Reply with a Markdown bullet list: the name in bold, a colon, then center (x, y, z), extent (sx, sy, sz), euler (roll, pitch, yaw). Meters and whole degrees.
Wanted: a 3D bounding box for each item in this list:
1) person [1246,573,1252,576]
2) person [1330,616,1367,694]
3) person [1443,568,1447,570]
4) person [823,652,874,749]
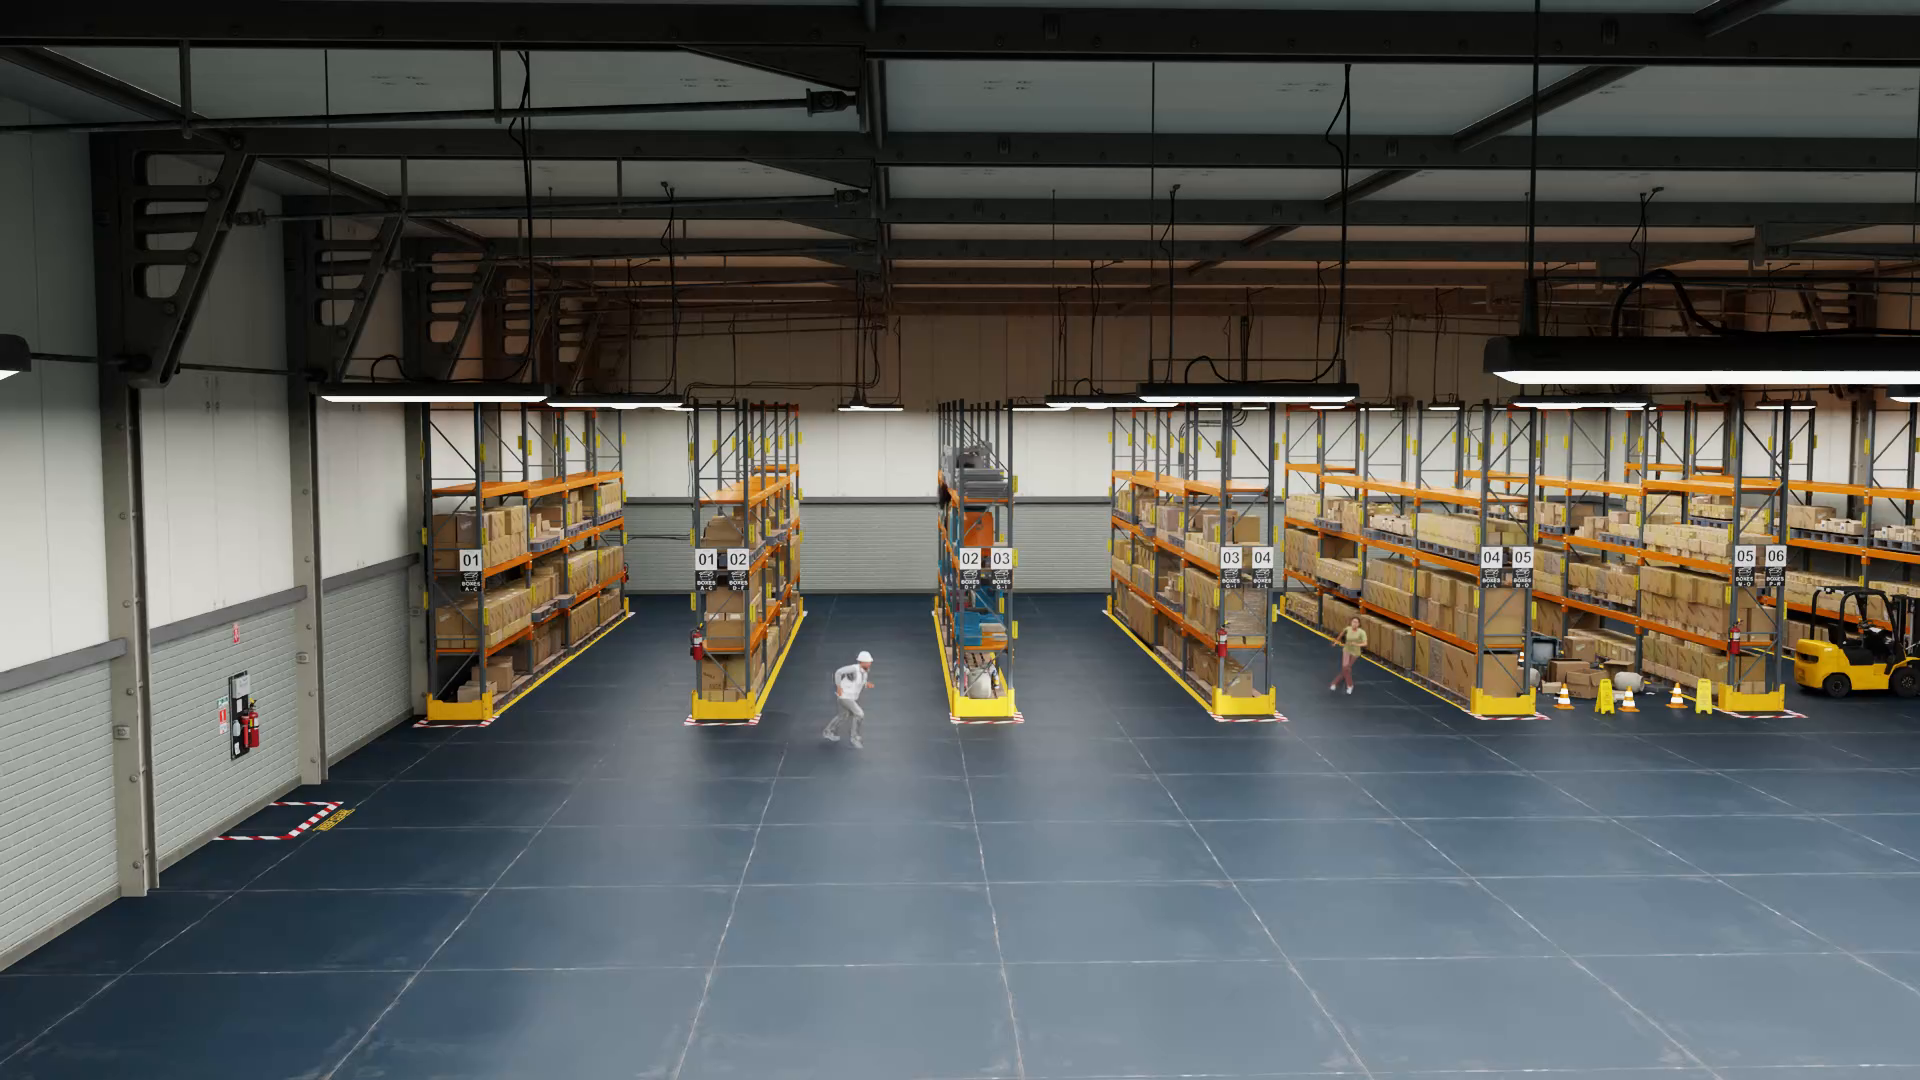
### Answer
- **person**: center (8.105, 1.327, 46.754), extent (0.651, 1.741, 0.680), euler (0, 4, 1)
- **person**: center (7.967, 2.327, 34.073), extent (0.728, 1.569, 0.668), euler (1, 4, 12)
- **person**: center (12.839, 1.588, 43.627), extent (0.658, 1.677, 0.776), euler (-2, 5, -21)
- **person**: center (-1.934, 2.751, 28.526), extent (1.010, 1.719, 0.697), euler (2, 5, 26)
